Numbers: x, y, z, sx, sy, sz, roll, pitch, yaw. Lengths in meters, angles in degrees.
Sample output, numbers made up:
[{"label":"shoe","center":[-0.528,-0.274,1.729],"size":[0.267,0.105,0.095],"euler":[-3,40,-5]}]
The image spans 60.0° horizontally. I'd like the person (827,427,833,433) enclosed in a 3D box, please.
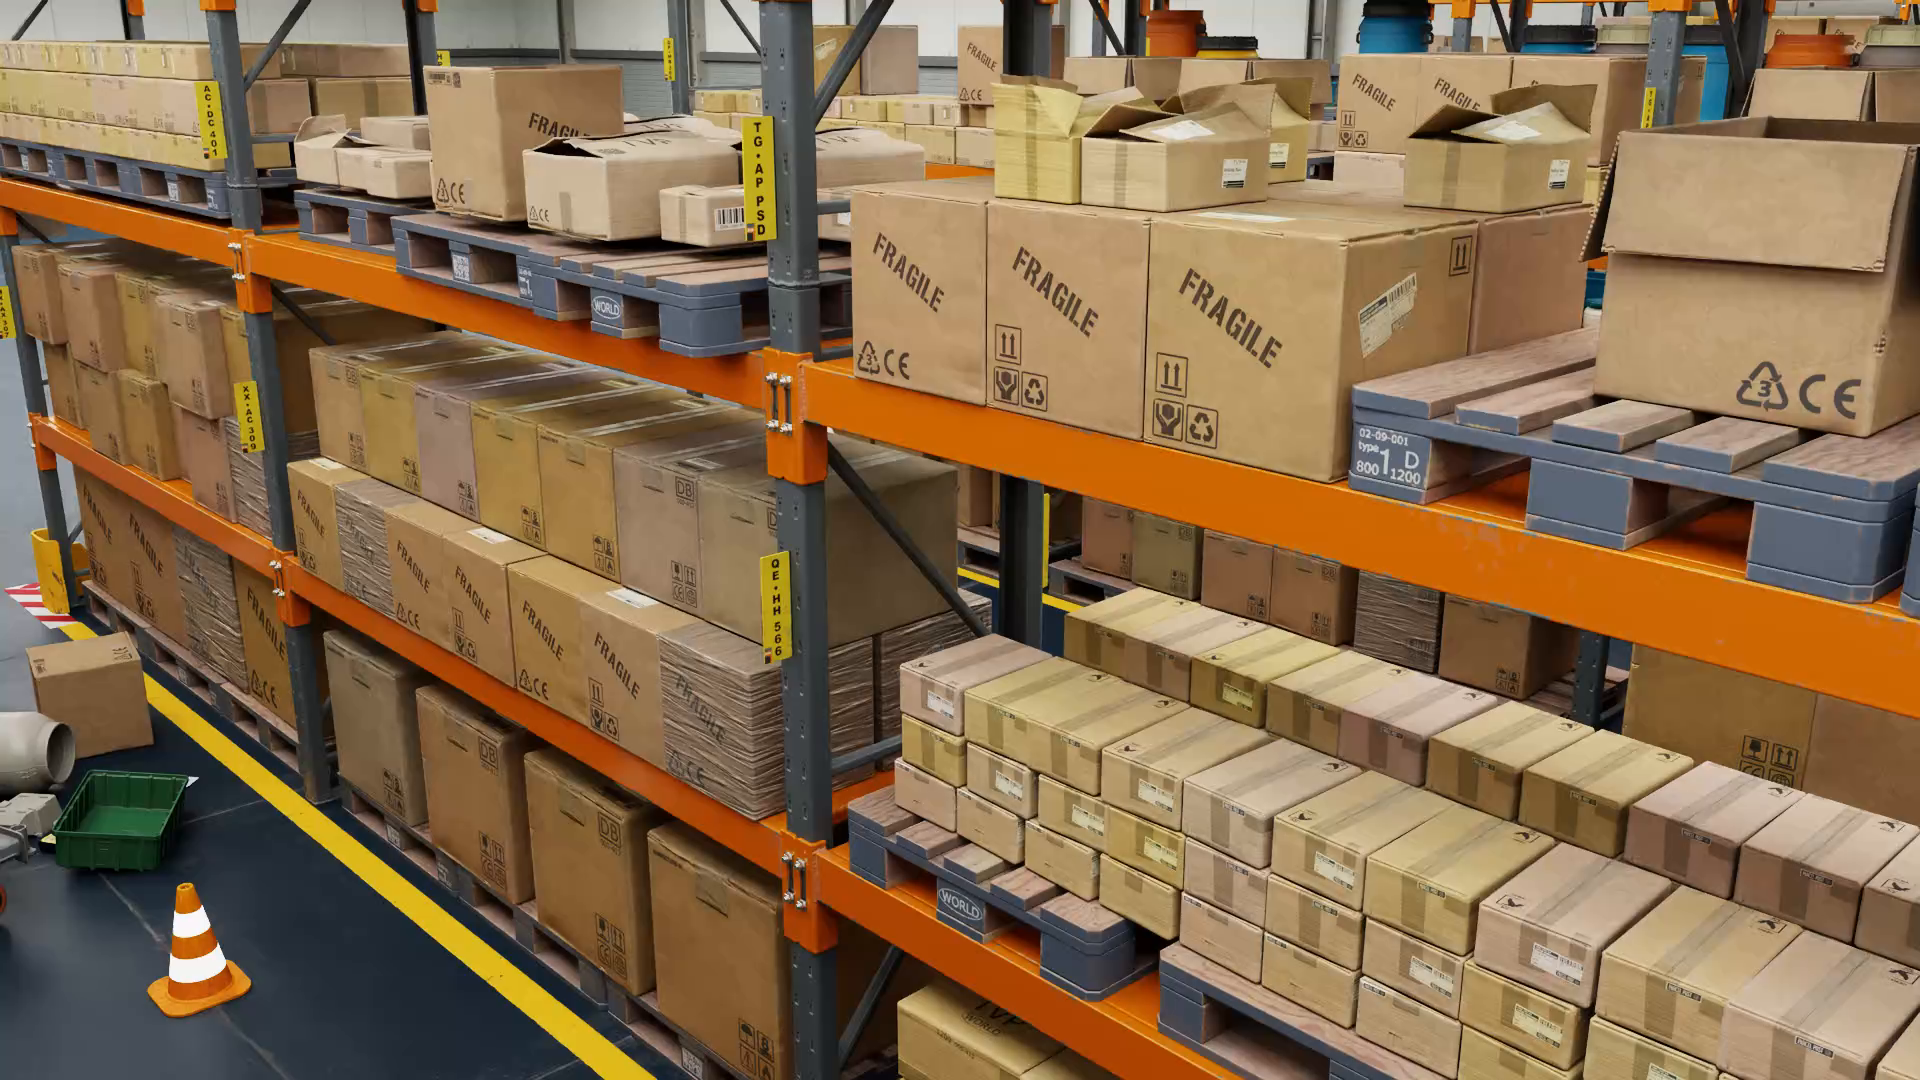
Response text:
[{"label":"person","center":[-0.938,-0.104,9.845],"size":[0.463,1.767,0.587],"euler":[16,23,41]}]
